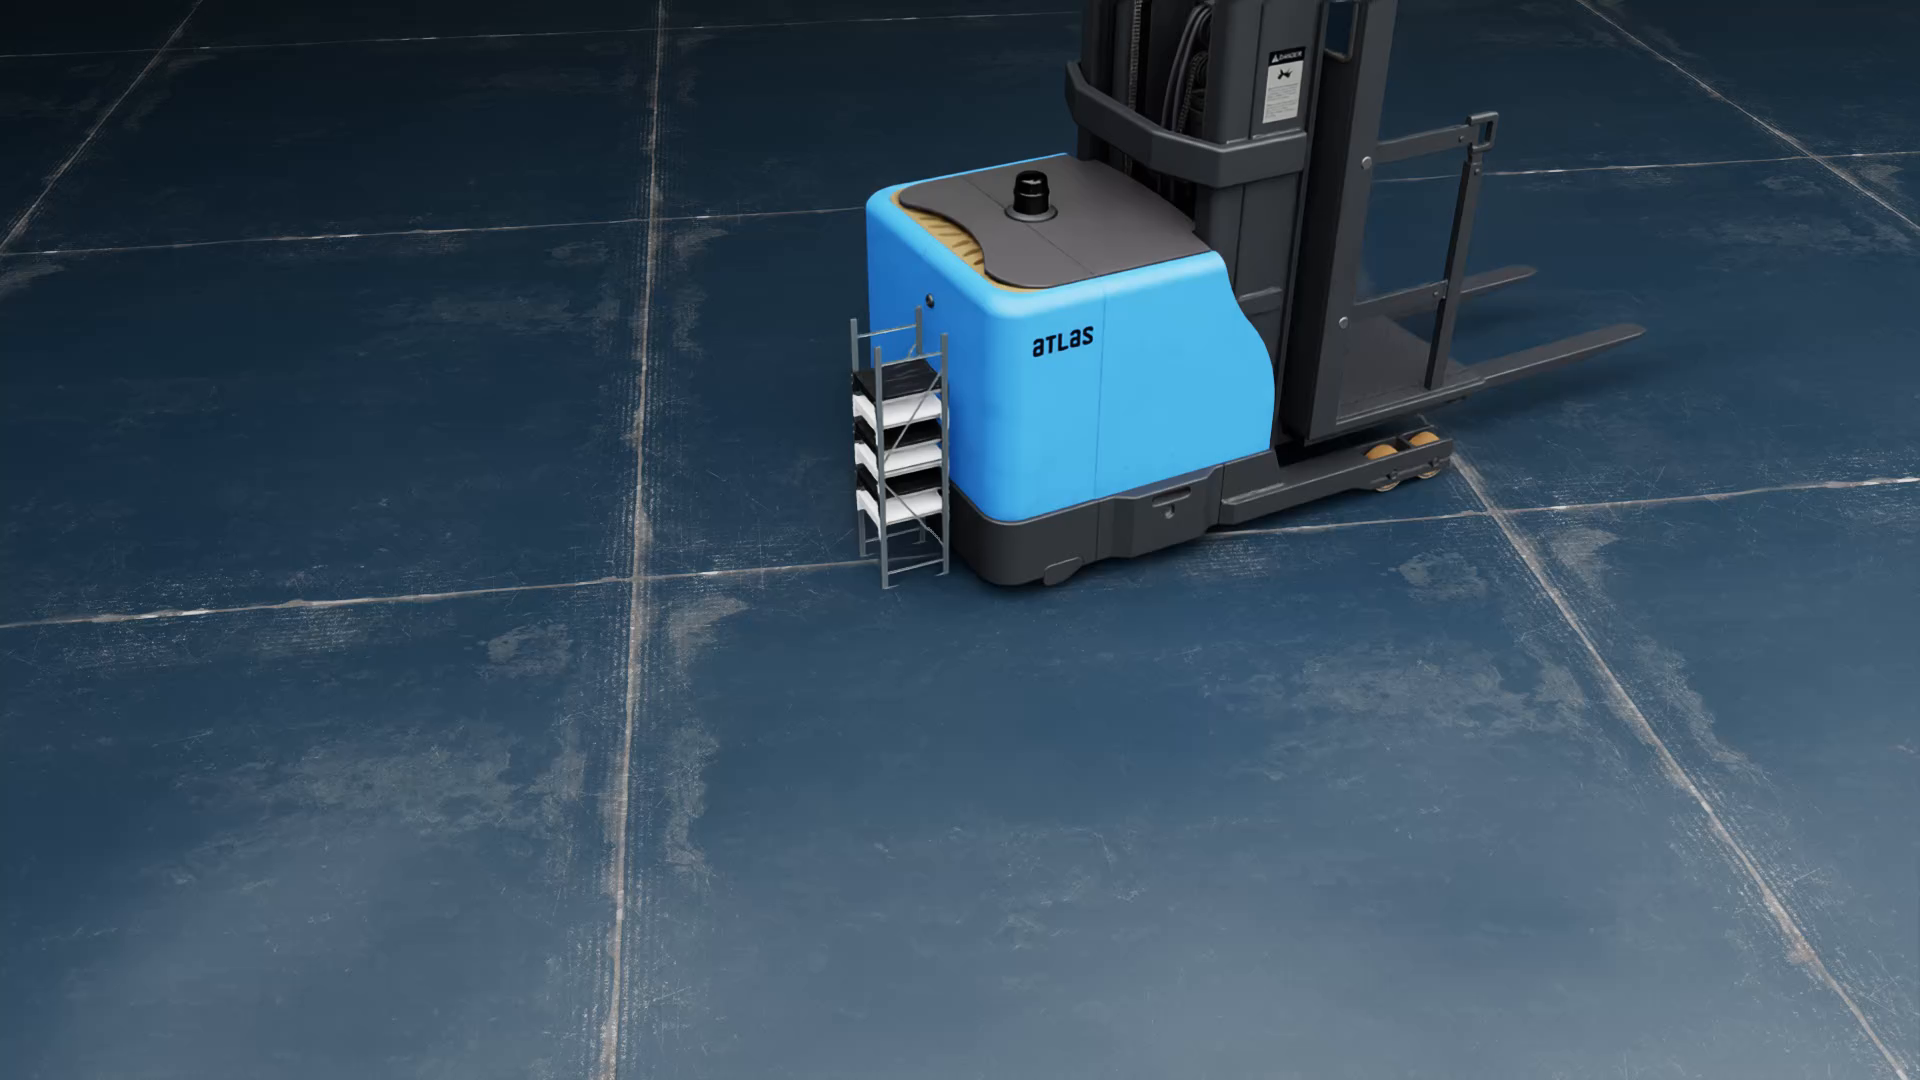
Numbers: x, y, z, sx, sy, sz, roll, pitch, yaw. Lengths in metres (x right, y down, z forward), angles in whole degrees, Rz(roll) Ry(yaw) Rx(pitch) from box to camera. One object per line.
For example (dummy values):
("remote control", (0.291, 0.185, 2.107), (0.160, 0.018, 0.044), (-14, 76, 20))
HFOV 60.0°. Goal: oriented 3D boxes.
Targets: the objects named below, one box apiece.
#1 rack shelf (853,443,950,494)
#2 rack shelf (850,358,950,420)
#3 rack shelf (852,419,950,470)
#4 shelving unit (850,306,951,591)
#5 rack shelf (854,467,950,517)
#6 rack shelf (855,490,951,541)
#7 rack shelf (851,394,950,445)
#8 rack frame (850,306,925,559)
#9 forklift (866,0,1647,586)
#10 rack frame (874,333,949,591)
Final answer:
("rack shelf", (-0.189, -0.258, 5.389), (0.258, 0.077, 0.200), (-14, 37, -20))
("rack shelf", (-0.189, -0.481, 5.236), (0.258, 0.077, 0.200), (-14, 37, -20))
("rack shelf", (-0.189, -0.332, 5.338), (0.258, 0.077, 0.200), (-14, 37, -20))
("shelving unit", (-0.189, -0.285, 5.370), (0.258, 0.900, 0.210), (-14, 37, -20))
("rack shelf", (-0.189, -0.184, 5.439), (0.258, 0.077, 0.200), (-14, 37, -20))
("rack shelf", (-0.189, -0.109, 5.490), (0.258, 0.077, 0.200), (-14, 37, -20))
("rack shelf", (-0.189, -0.407, 5.287), (0.258, 0.077, 0.200), (-14, 37, -20))
("rack frame", (-0.230, -0.338, 5.447), (0.240, 0.900, 0.006), (-14, 37, -20))
("forklift", (1.220, -1.635, 5.546), (3.031, 2.935, 1.130), (-16, 37, -22))
("rack frame", (-0.148, -0.233, 5.293), (0.240, 0.900, 0.006), (-14, 37, -20))
